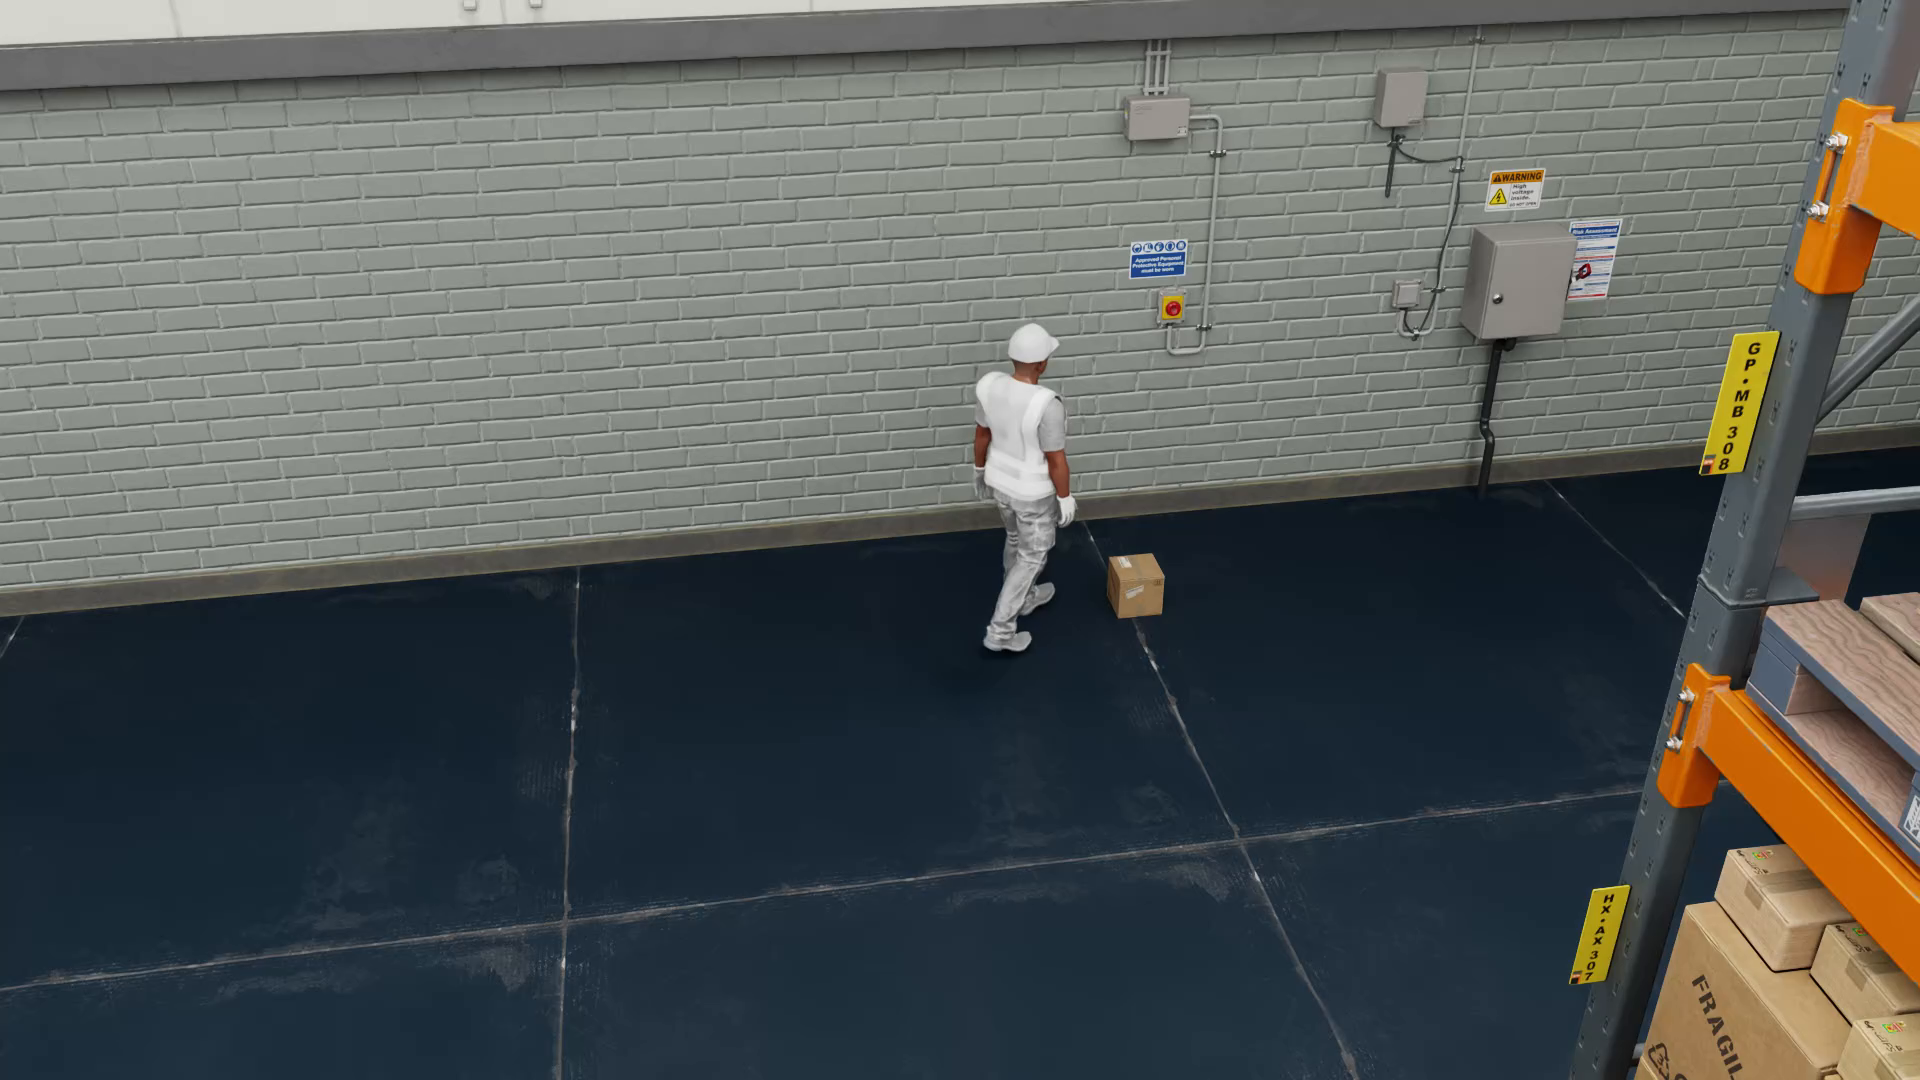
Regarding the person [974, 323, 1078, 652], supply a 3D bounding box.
[{"bbox_3d":[0.338,-0.291,8.606,0.744,1.781,0.594,-26,39,-37],"label":"person"}]
